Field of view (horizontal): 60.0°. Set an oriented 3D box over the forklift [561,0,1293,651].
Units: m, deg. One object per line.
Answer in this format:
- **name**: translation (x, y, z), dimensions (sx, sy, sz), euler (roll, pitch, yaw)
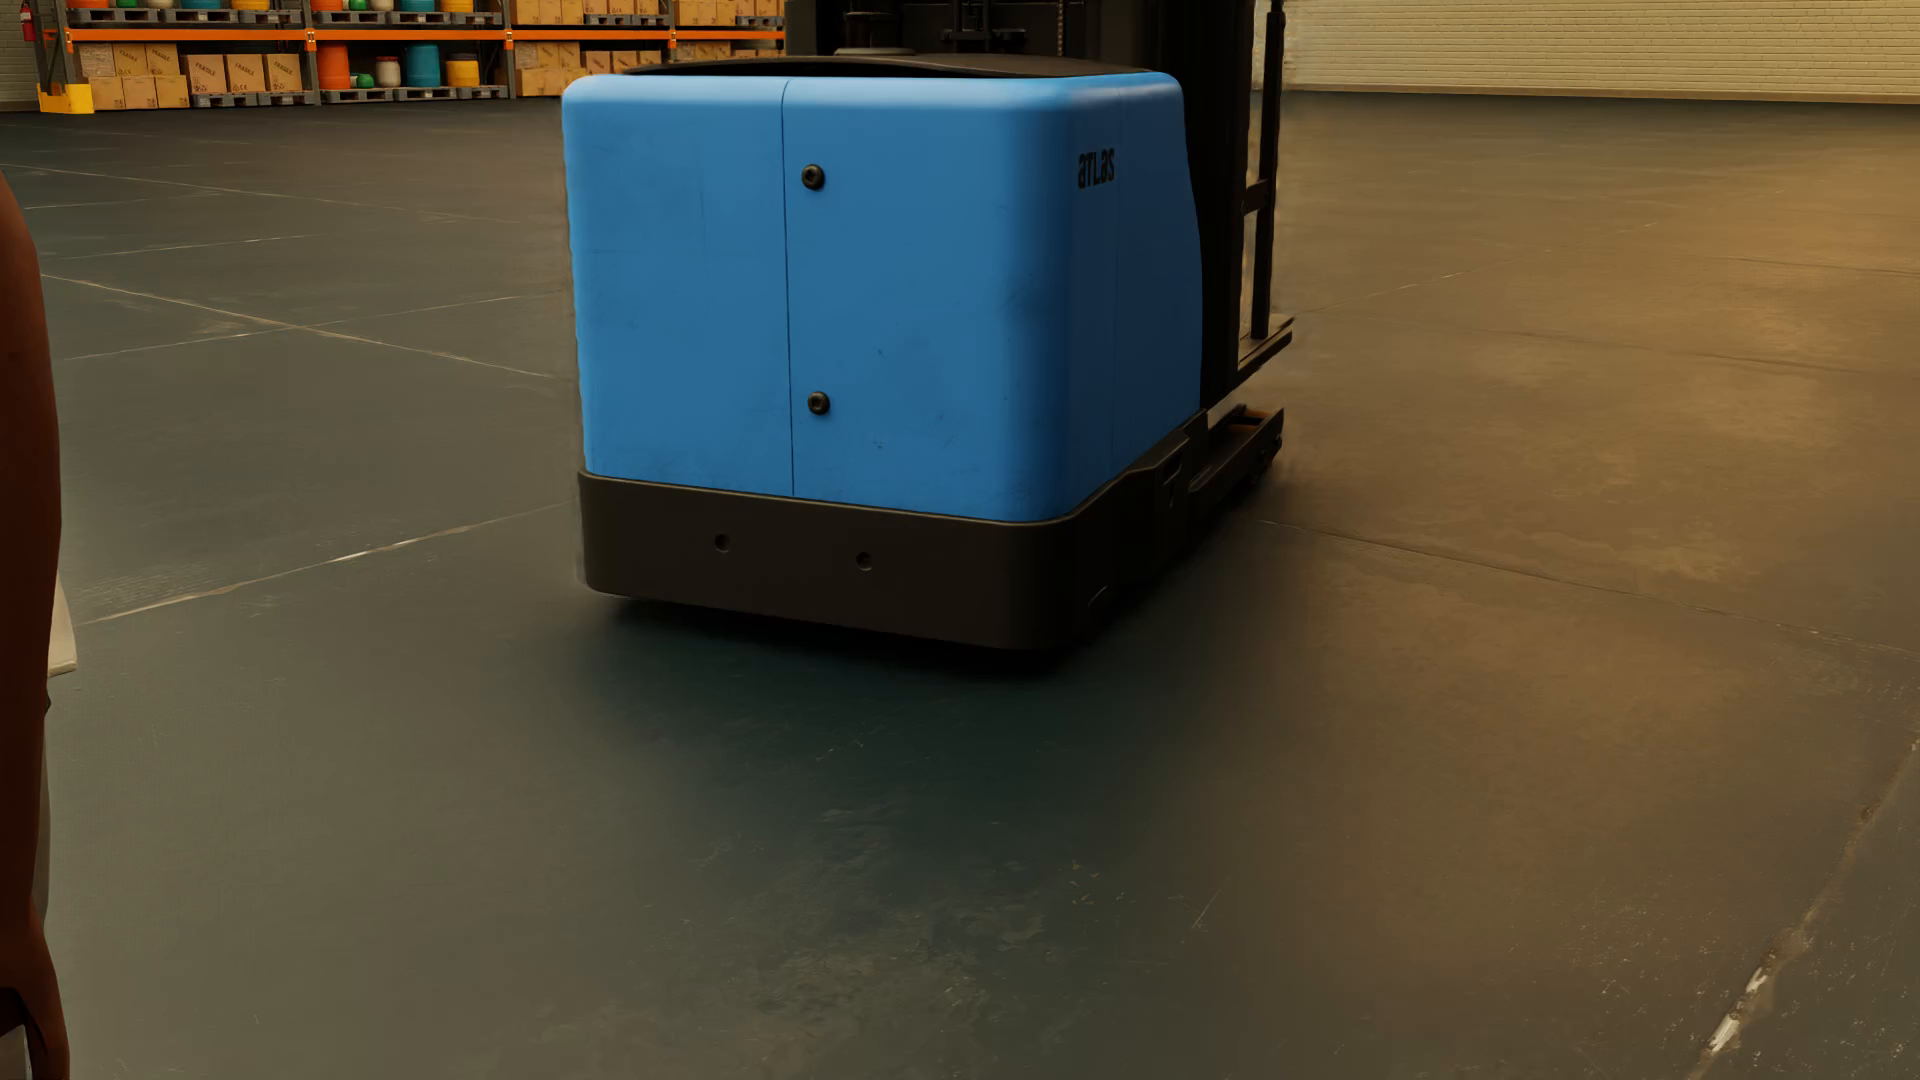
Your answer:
- **forklift**: translation (0.253, -1.587, 4.123), dimensions (1.130, 2.935, 3.031), euler (7, 18, 21)
